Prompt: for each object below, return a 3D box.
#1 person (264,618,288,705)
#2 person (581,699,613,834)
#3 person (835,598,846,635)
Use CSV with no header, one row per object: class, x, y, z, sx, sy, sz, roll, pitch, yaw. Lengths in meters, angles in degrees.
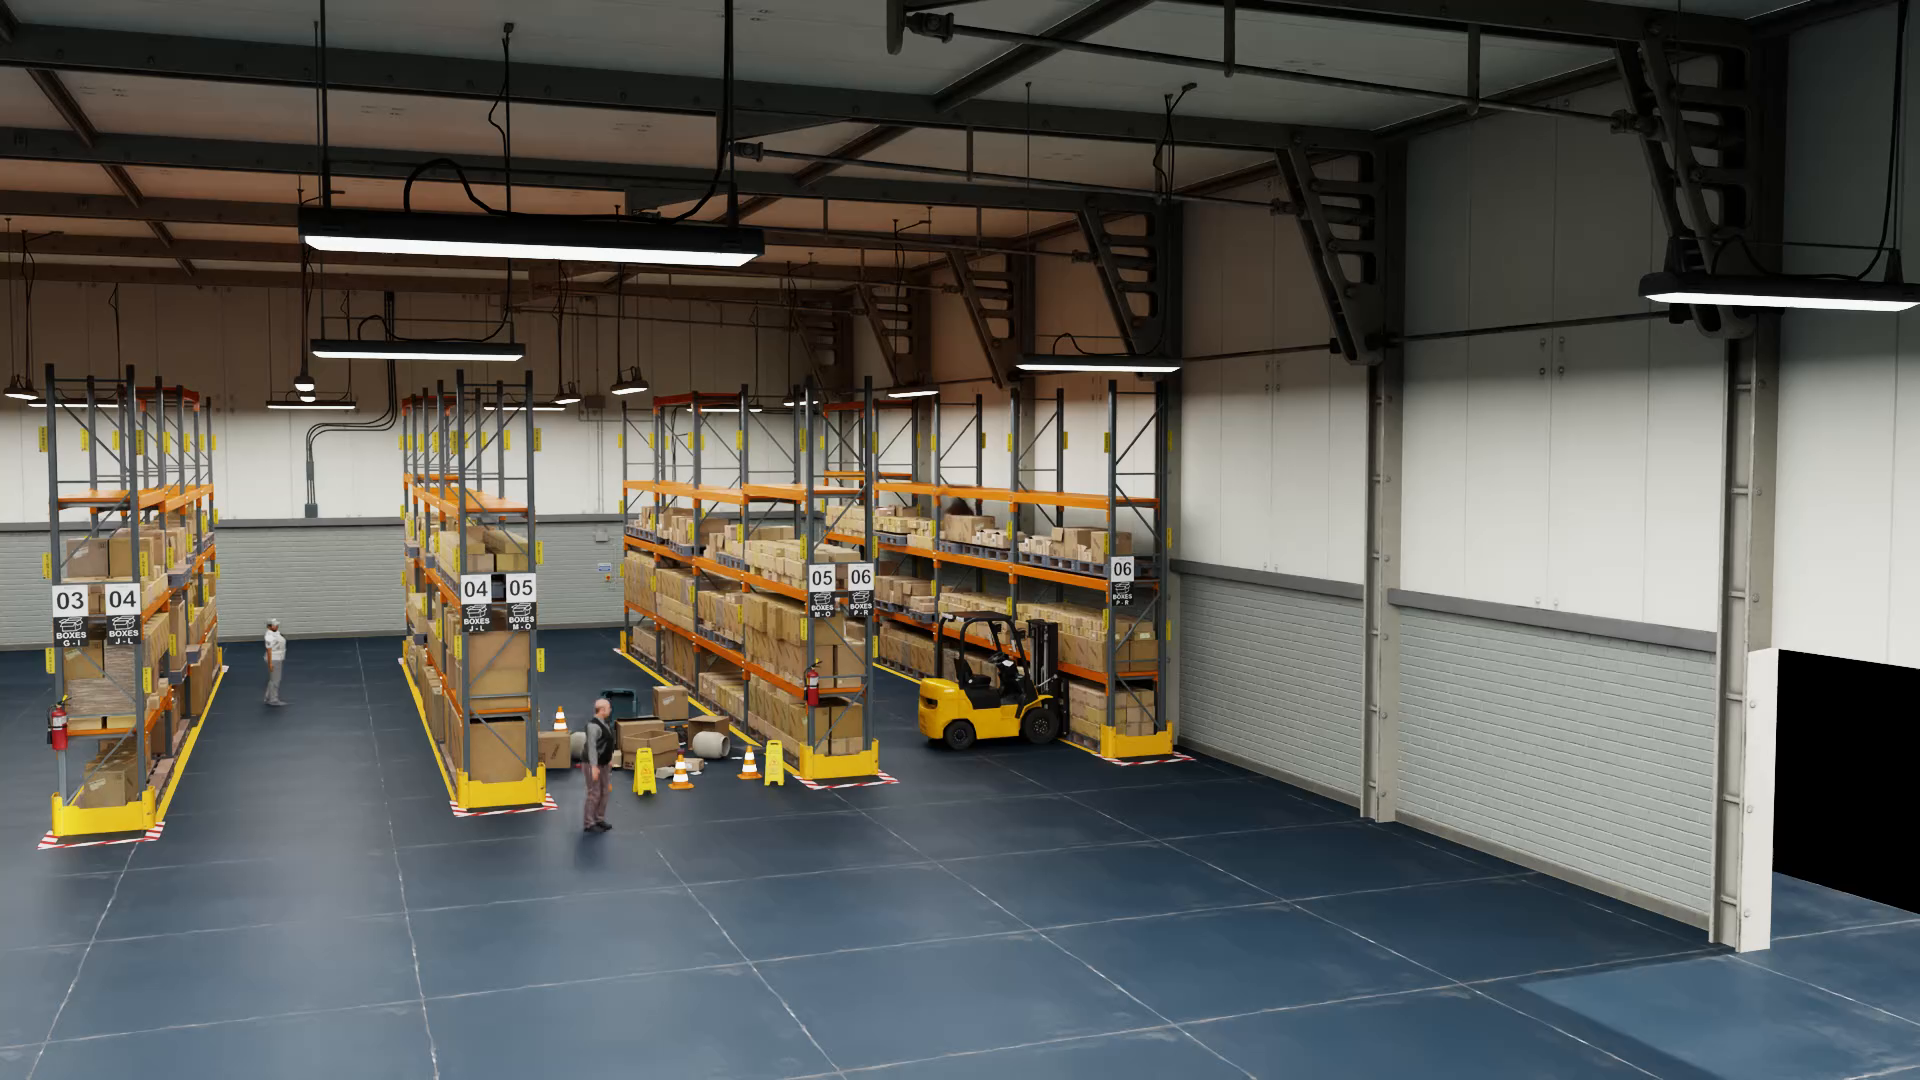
person,-13.032,2.323,31.662,0.451,1.692,0.524,-1,4,-24
person,-4.669,2.897,21.395,0.389,1.732,0.574,1,3,9
person,-2.475,1.995,32.964,0.587,1.771,0.392,3,4,39
